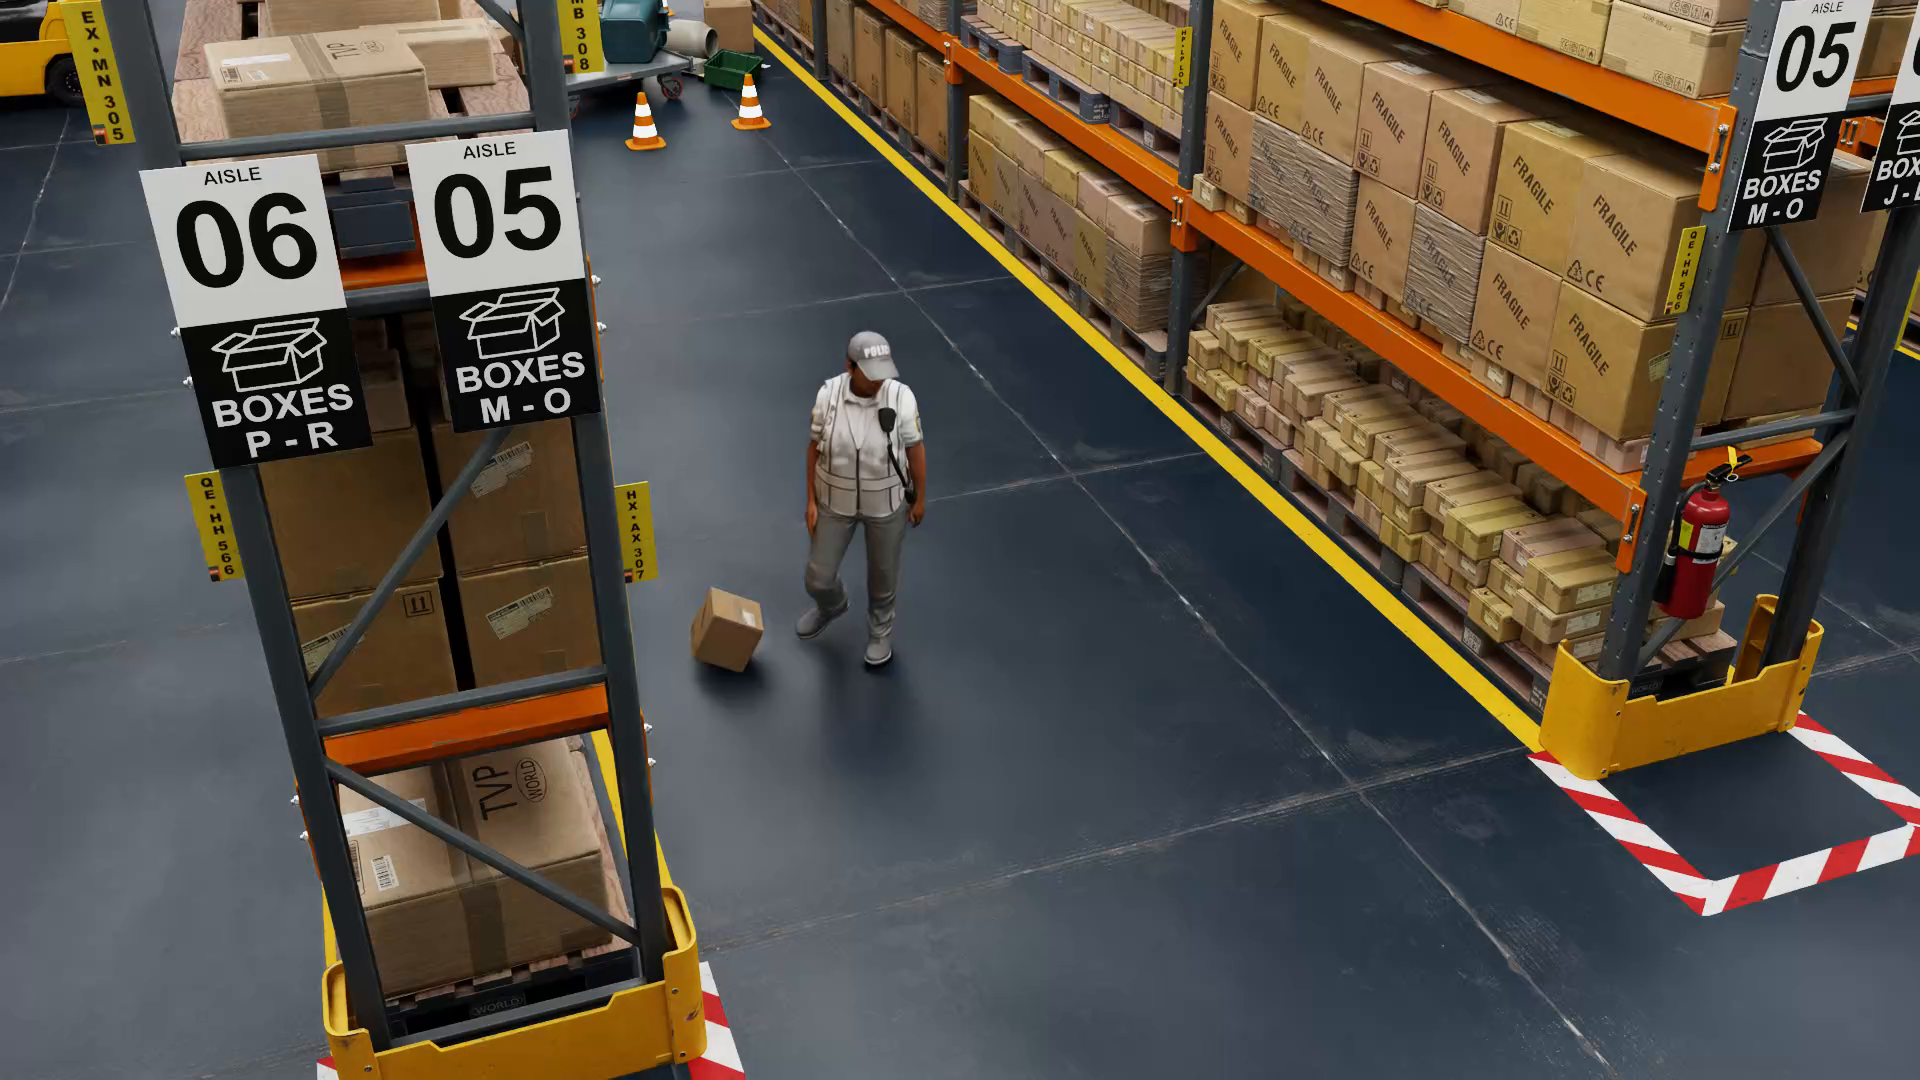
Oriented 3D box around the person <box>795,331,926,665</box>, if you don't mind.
[{"bbox_3d":[-0.470,-0.183,7.413,0.640,1.656,0.463,2,30,3],"label":"person"}]
